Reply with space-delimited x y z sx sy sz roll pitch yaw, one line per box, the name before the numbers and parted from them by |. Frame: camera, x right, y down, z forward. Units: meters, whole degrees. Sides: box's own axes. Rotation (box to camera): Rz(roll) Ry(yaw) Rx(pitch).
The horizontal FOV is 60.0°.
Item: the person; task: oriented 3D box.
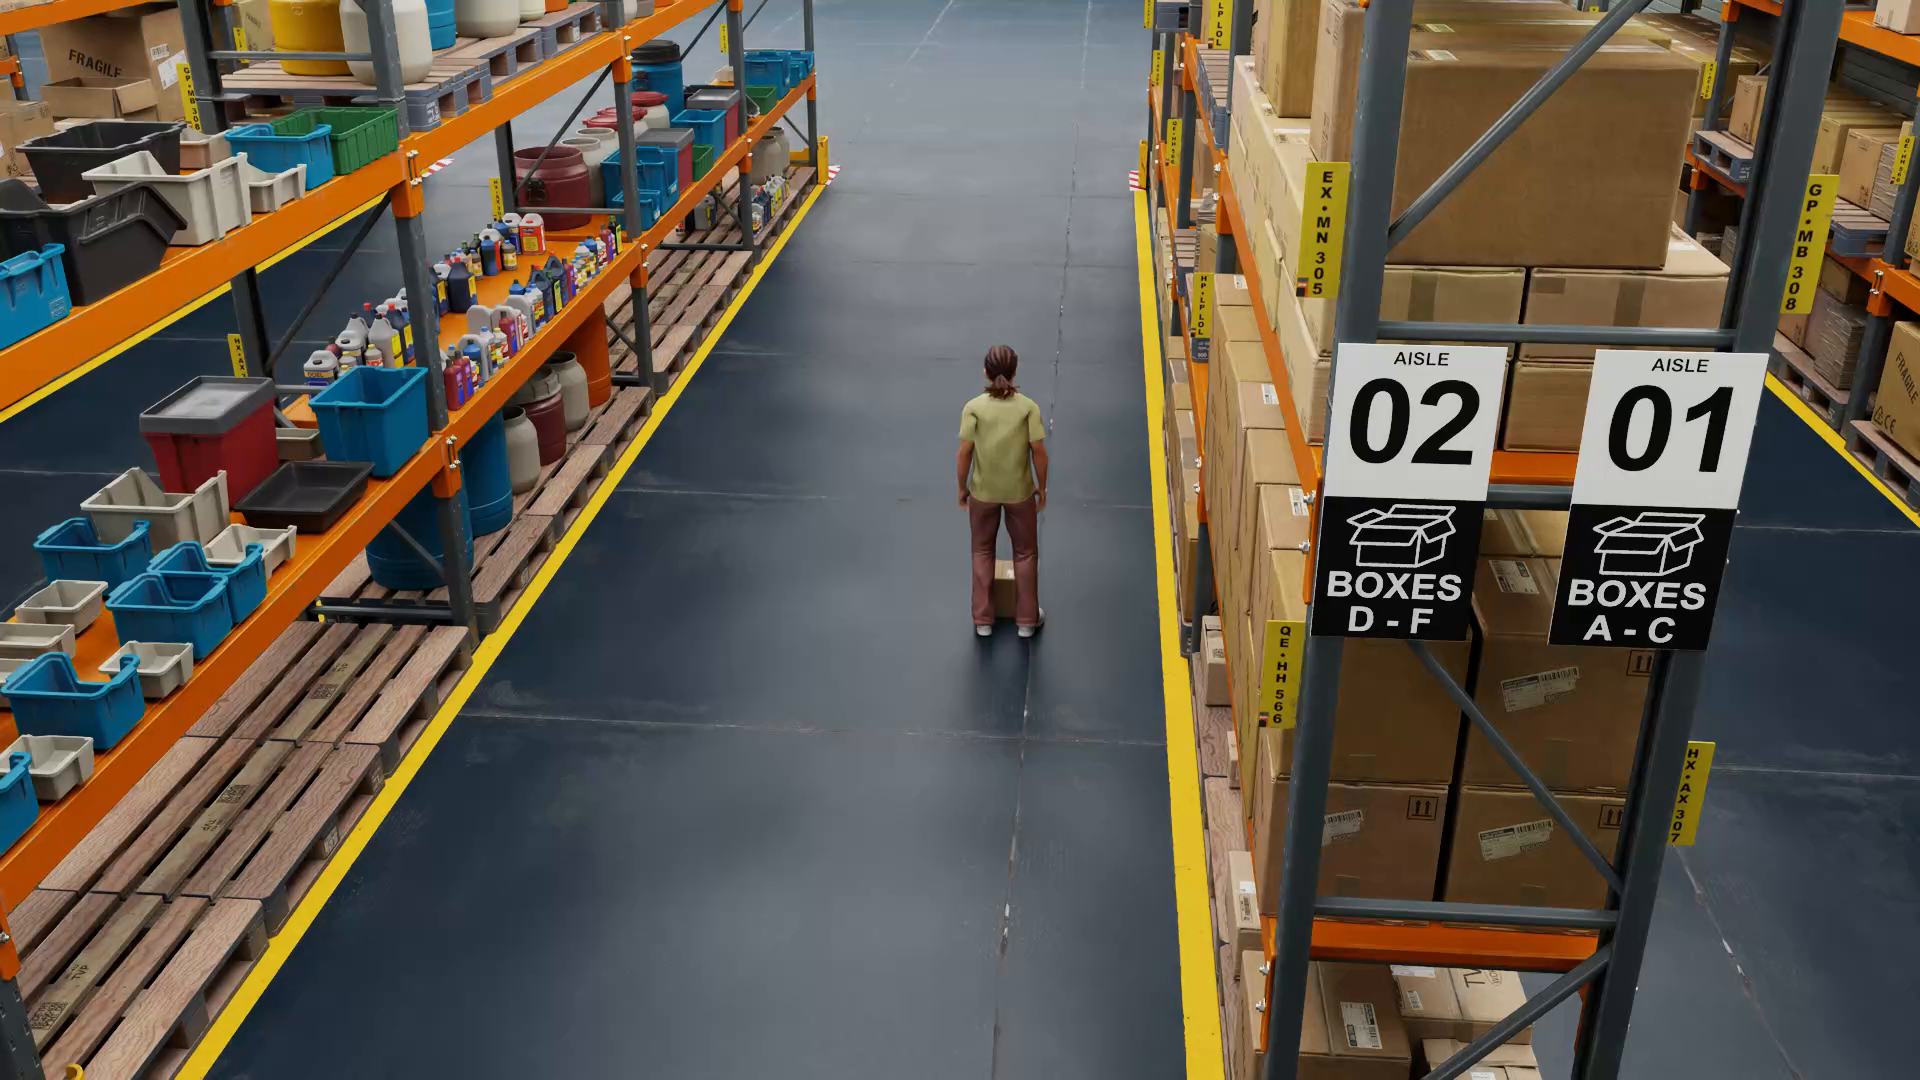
person | 0.234 -0.257 9.169 0.501 1.672 0.363 1 25 3
